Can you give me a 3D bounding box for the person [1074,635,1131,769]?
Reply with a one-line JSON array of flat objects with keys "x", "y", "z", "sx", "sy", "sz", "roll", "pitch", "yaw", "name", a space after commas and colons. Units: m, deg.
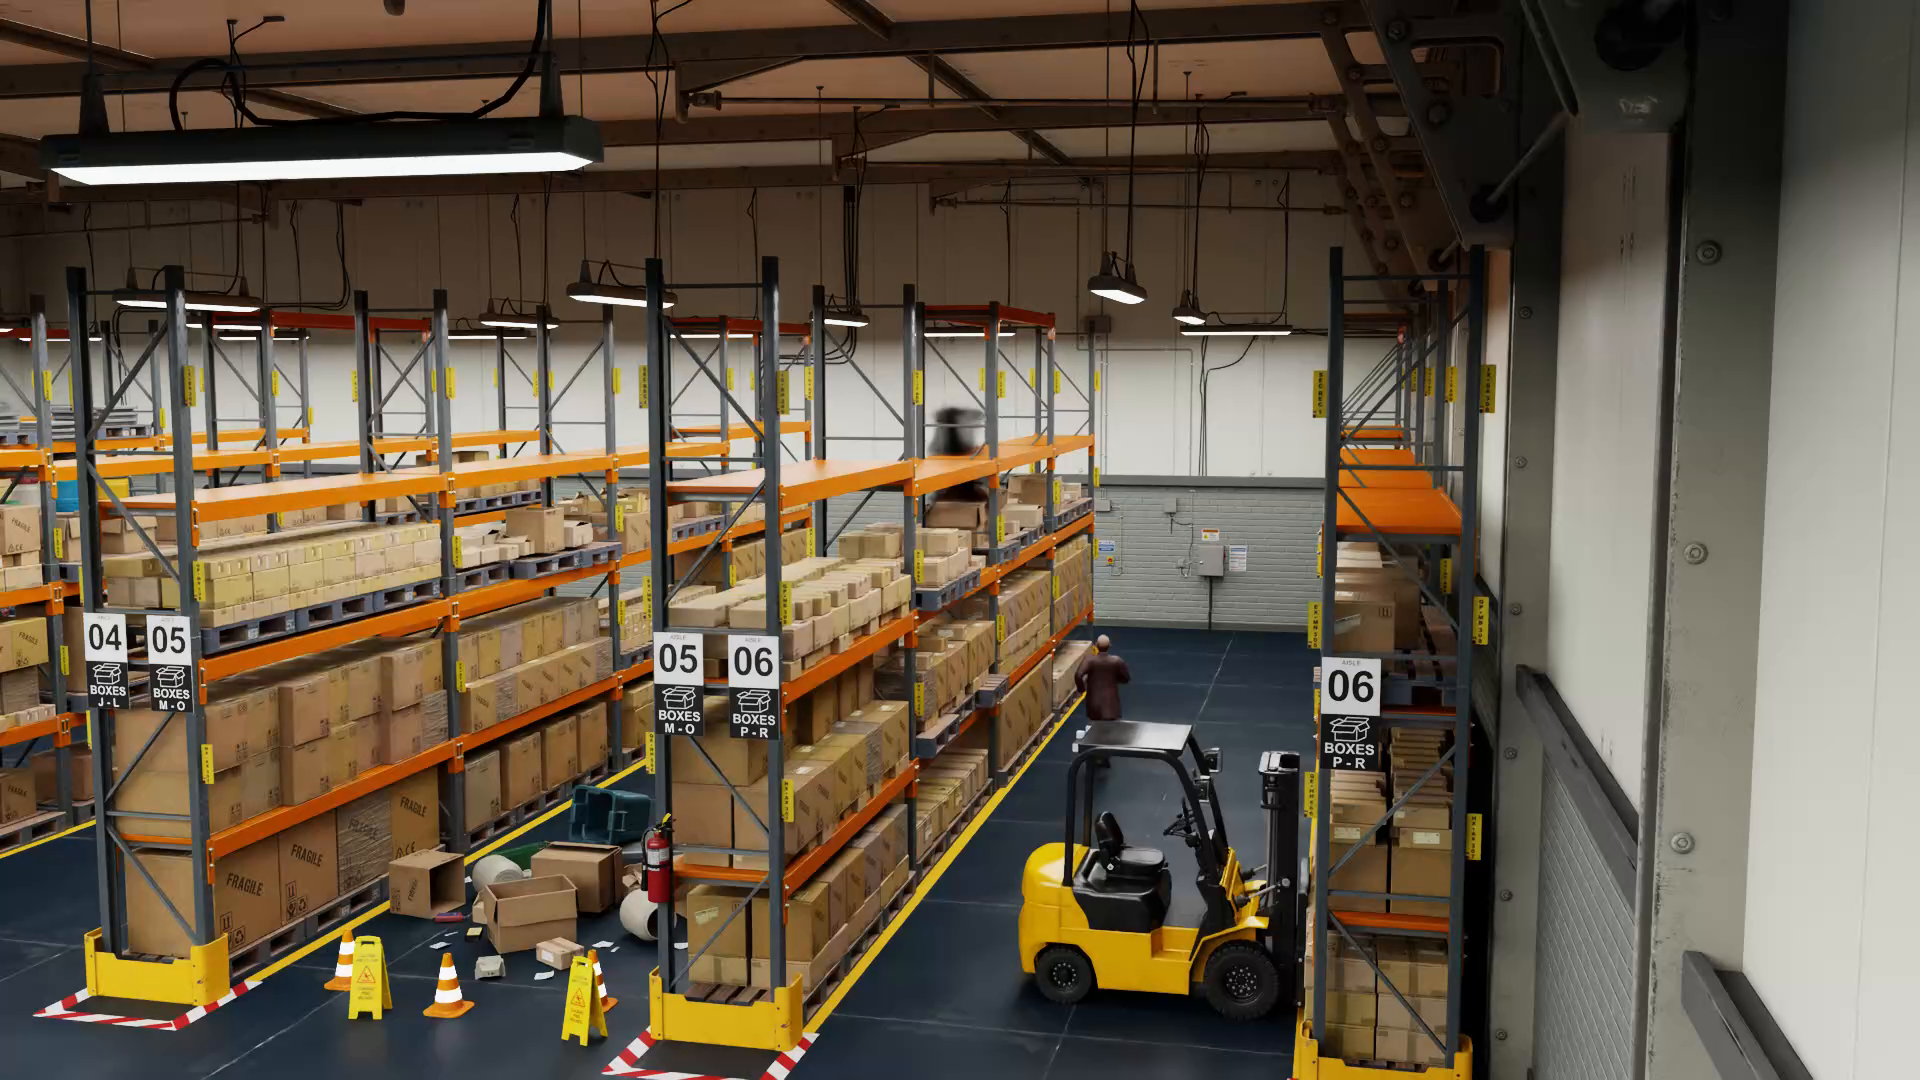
[{"x": 1.862, "y": 2.091, "z": 21.616, "sx": 0.703, "sy": 1.752, "sz": 0.971, "roll": 1, "pitch": 6, "yaw": 10, "name": "person"}]
